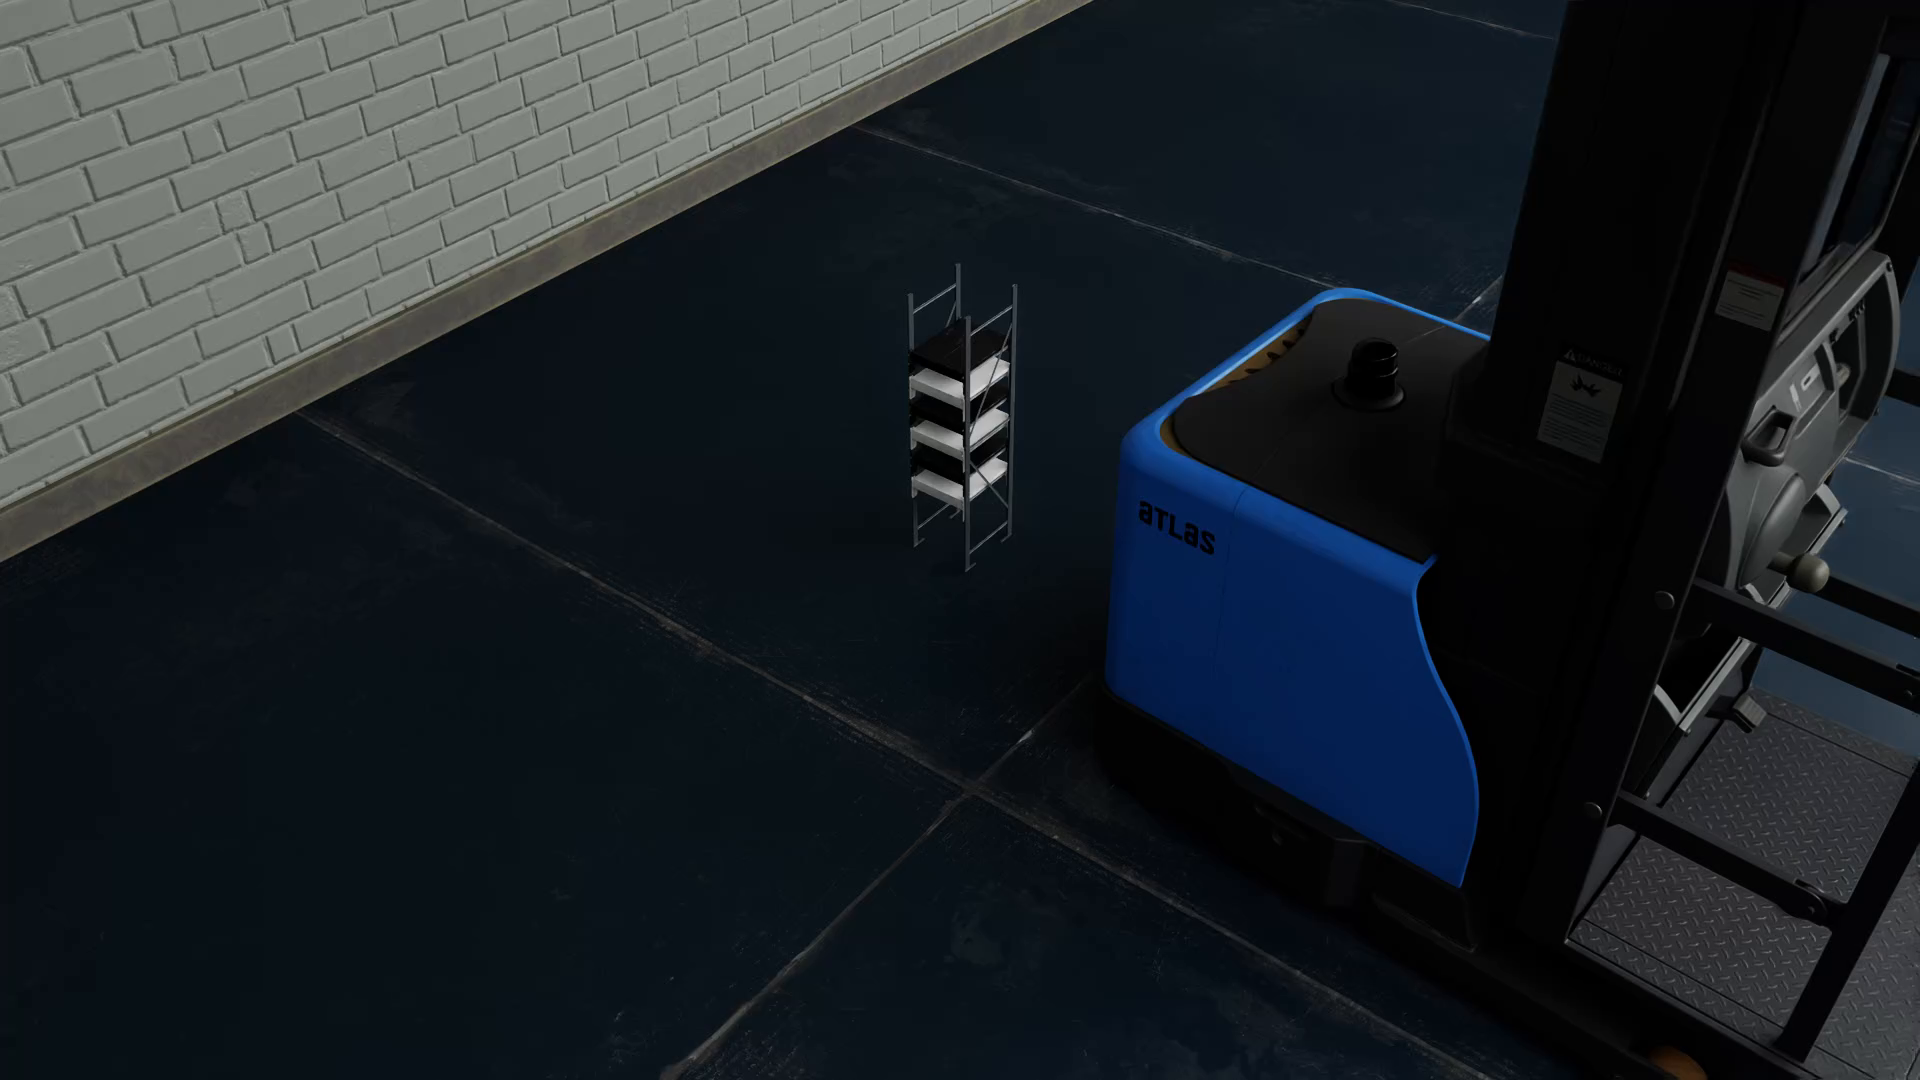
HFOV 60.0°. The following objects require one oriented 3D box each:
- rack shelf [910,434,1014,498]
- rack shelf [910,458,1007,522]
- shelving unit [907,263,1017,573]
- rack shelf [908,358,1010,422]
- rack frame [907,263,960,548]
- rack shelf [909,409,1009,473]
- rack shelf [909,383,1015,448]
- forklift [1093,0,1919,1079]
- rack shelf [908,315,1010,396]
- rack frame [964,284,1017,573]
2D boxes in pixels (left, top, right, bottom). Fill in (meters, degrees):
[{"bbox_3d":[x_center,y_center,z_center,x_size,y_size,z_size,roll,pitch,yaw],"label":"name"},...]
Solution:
[{"bbox_3d":[0.006,-0.254,5.045,0.200,0.077,0.258,25,45,29],"label":"rack shelf"},{"bbox_3d":[0.006,-0.183,5.100,0.200,0.077,0.258,25,45,29],"label":"rack shelf"},{"bbox_3d":[0.006,-0.351,4.969,0.210,0.900,0.258,25,45,29],"label":"shelving unit"},{"bbox_3d":[0.006,-0.467,4.878,0.200,0.077,0.258,25,45,29],"label":"rack shelf"},{"bbox_3d":[-0.074,-0.389,5.017,0.006,0.900,0.240,25,45,29],"label":"rack frame"},{"bbox_3d":[0.006,-0.325,4.989,0.200,0.077,0.258,25,45,29],"label":"rack shelf"},{"bbox_3d":[0.006,-0.396,4.934,0.200,0.077,0.258,25,45,29],"label":"rack shelf"},{"bbox_3d":[1.800,-0.178,3.100,3.031,2.935,1.130,28,46,31],"label":"forklift"},{"bbox_3d":[0.006,-0.538,4.823,0.200,0.077,0.258,25,45,29],"label":"rack shelf"},{"bbox_3d":[0.087,-0.313,4.920,0.006,0.900,0.240,25,45,29],"label":"rack frame"}]
